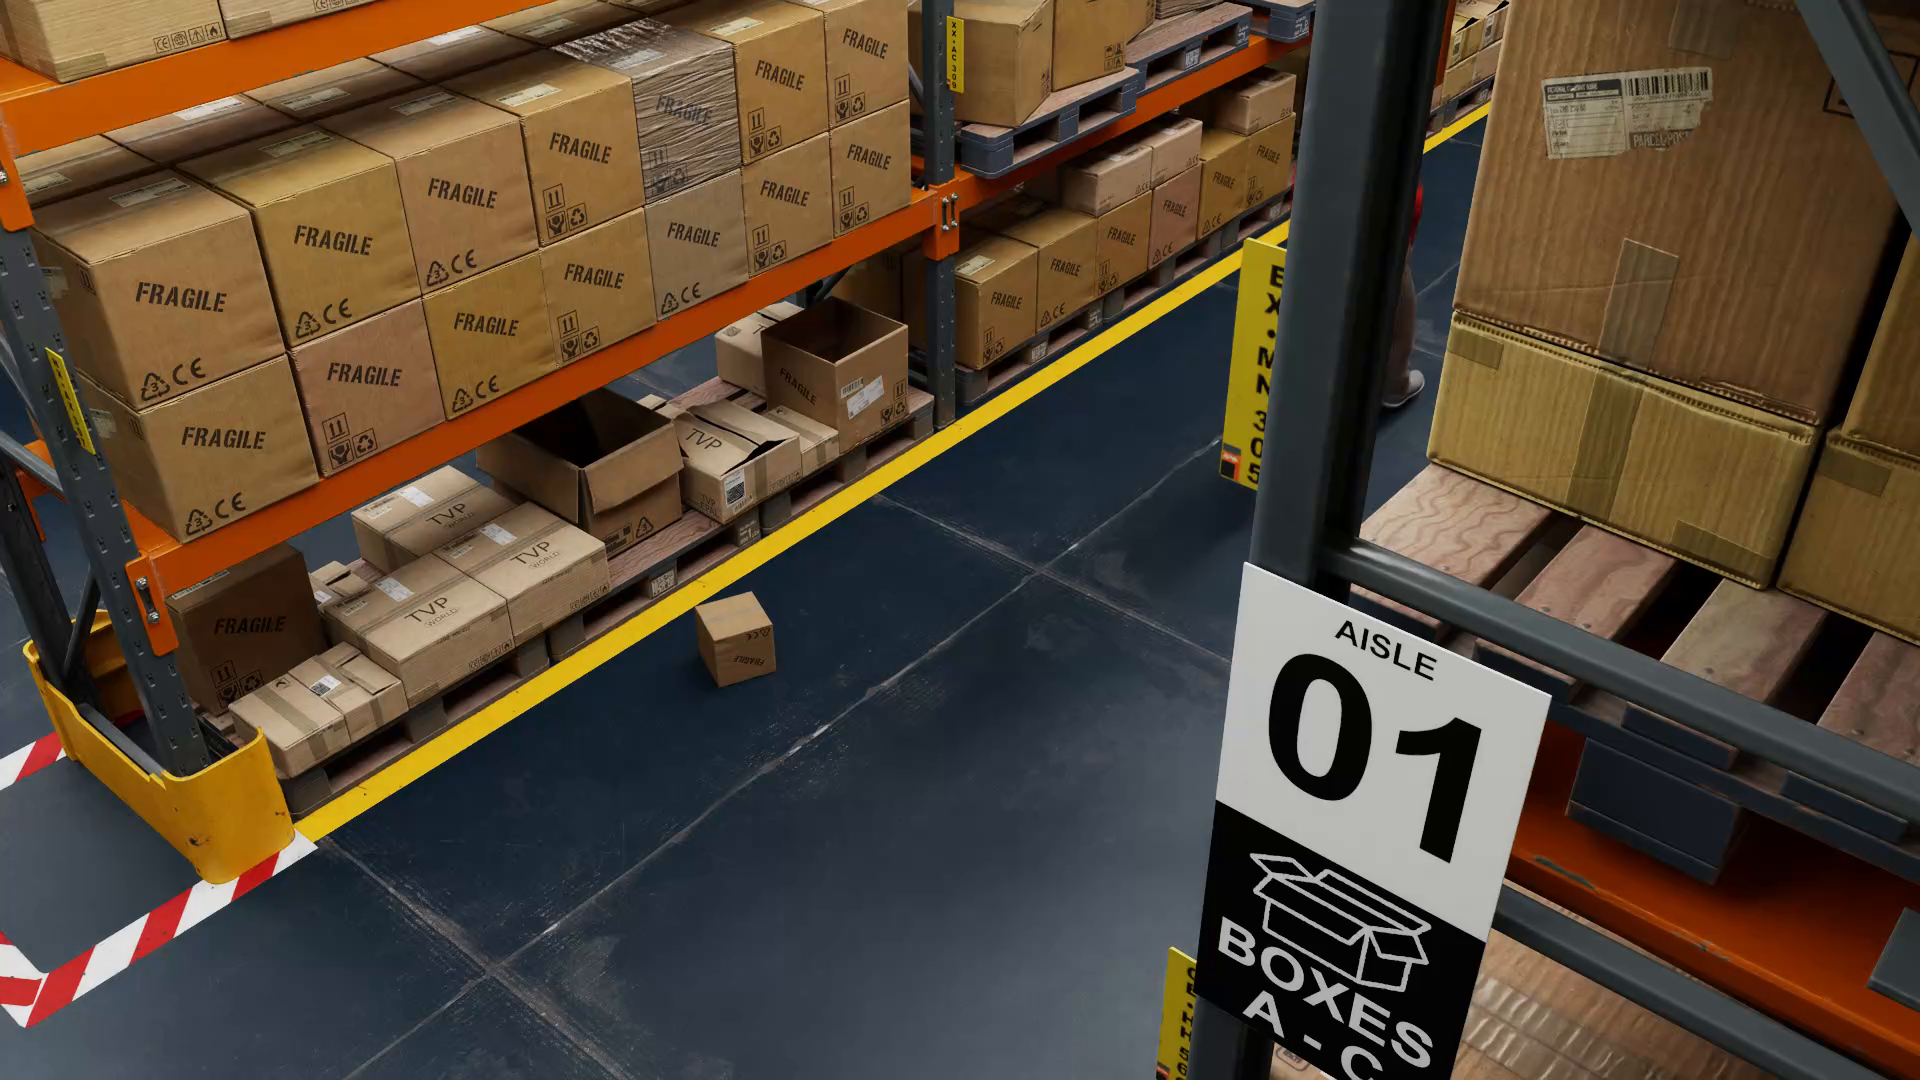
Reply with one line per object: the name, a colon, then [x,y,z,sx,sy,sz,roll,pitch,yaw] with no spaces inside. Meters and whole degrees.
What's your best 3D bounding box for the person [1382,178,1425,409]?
person: [1.985,-1.327,8.068,0.536,1.670,1.049,25,42,32]
